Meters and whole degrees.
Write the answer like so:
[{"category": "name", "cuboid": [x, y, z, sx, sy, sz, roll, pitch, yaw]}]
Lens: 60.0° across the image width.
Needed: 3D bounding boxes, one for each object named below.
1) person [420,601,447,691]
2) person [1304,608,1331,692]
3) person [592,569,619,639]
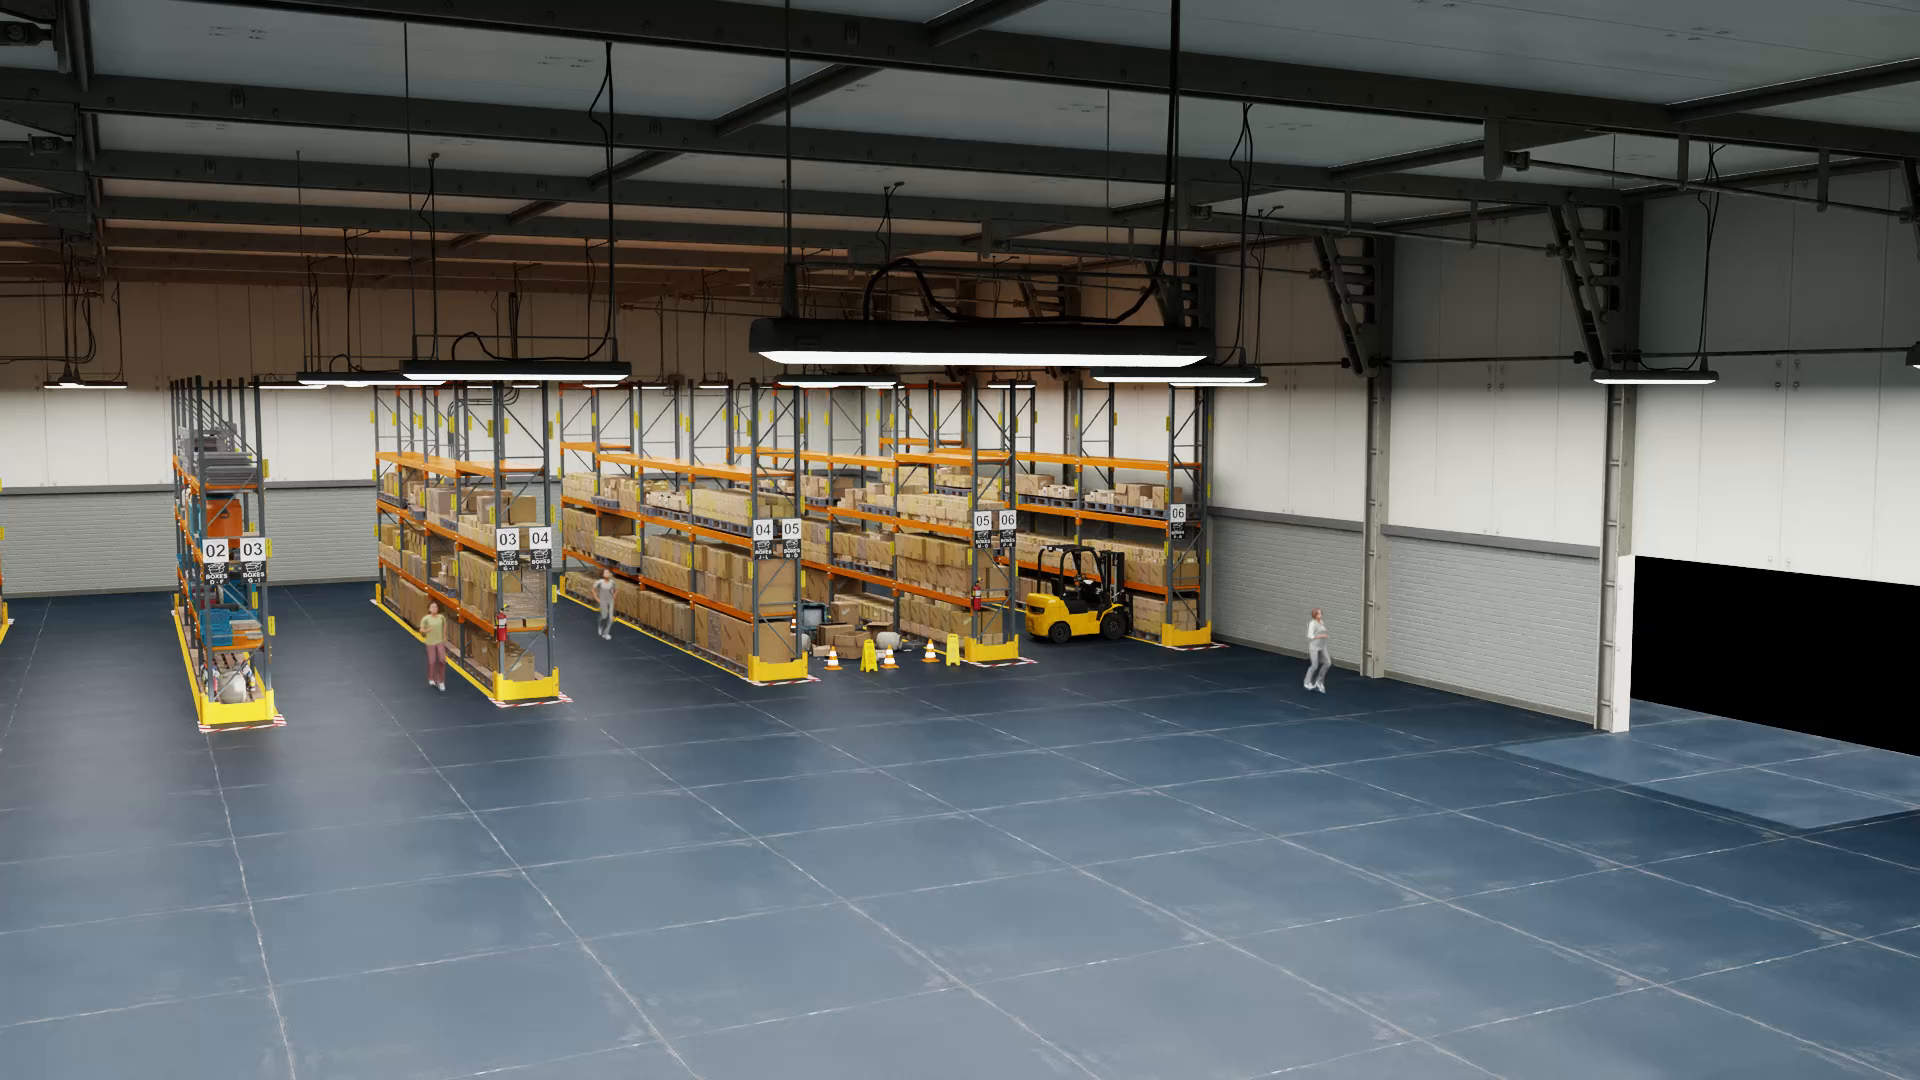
[{"category": "person", "cuboid": [-10.143, 2.035, 32.100, 0.559, 1.720, 0.698, -3, 6, -29]}, {"category": "person", "cuboid": [6.846, 2.107, 31.752, 0.514, 1.618, 0.640, -3, 6, -33]}, {"category": "person", "cuboid": [-8.184, 1.478, 38.545, 0.609, 1.638, 0.527, -3, 6, -26]}]
